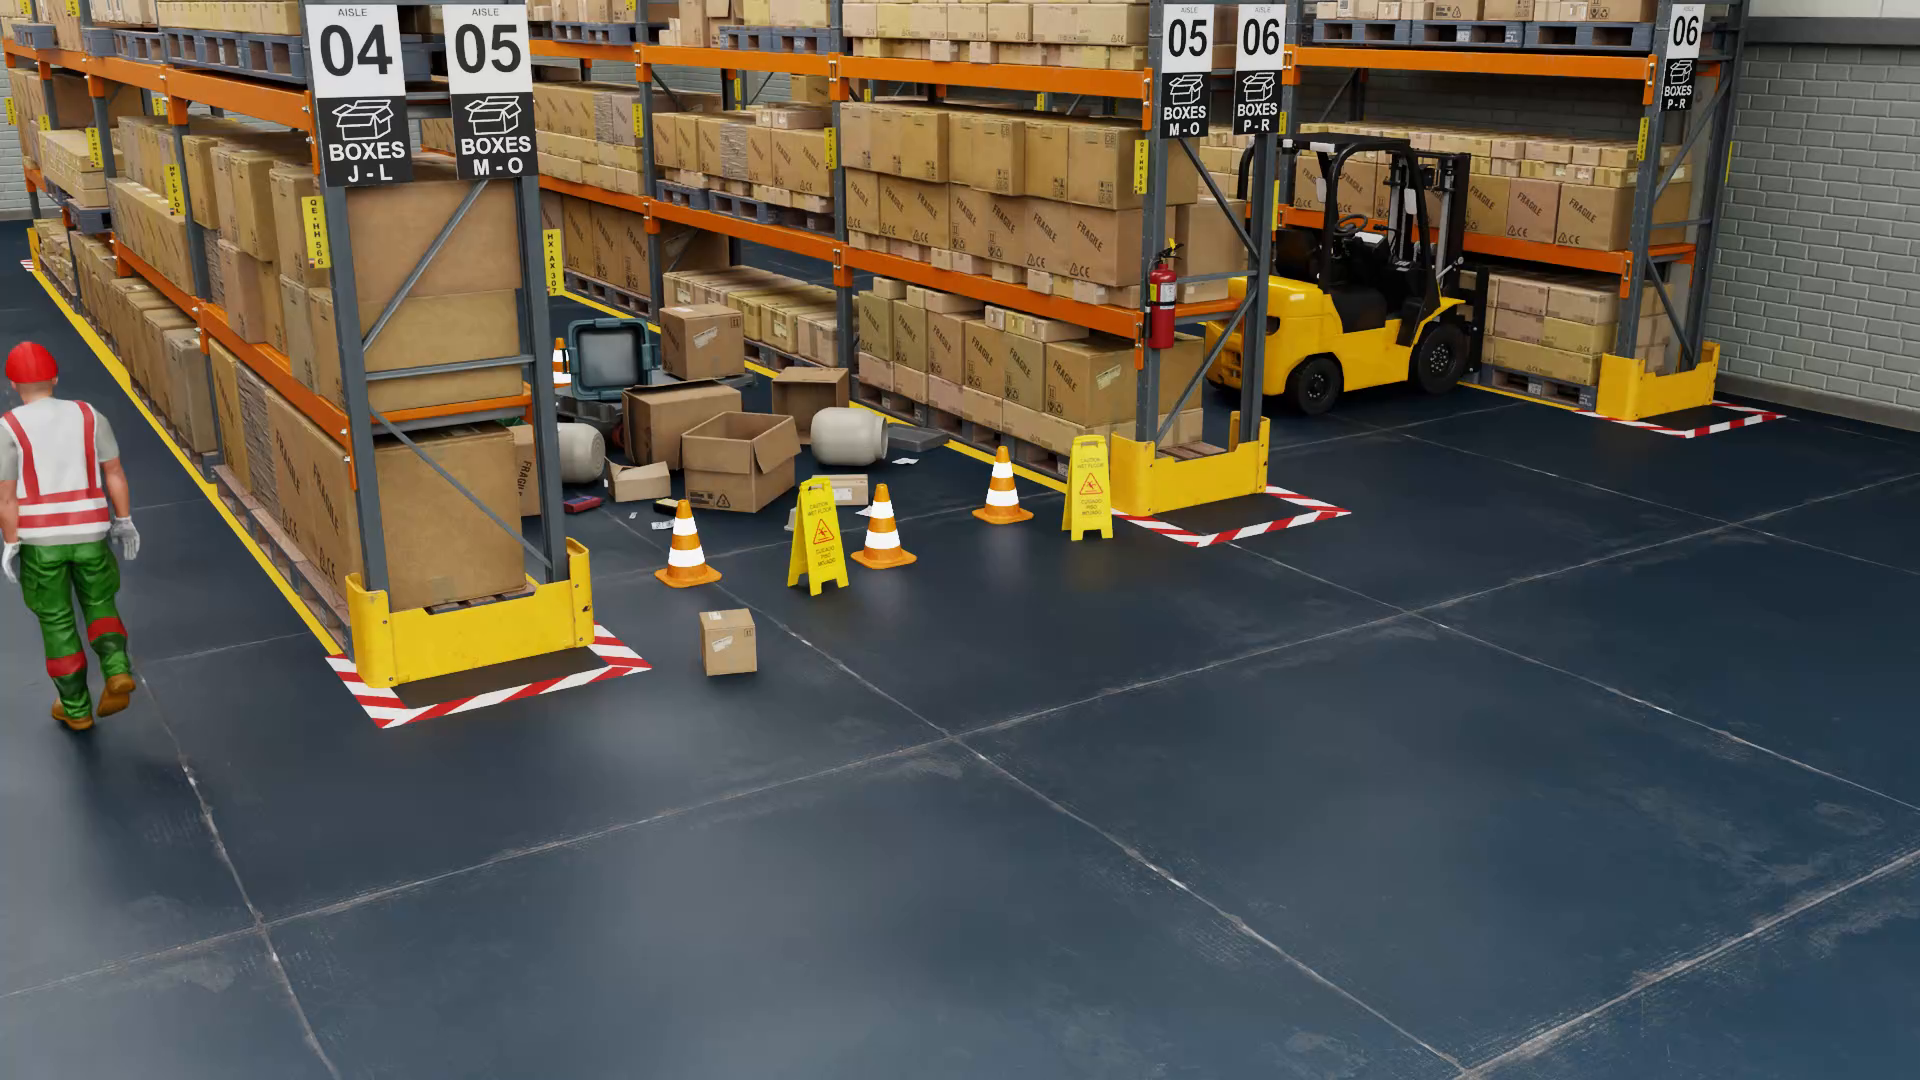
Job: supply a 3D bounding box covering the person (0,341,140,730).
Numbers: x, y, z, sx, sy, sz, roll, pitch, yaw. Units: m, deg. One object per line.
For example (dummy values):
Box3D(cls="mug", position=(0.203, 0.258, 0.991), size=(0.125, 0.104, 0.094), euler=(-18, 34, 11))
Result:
Box3D(cls="person", position=(-3.990, -0.002, 7.497), size=(0.578, 1.777, 0.567), euler=(-17, 24, -42))
